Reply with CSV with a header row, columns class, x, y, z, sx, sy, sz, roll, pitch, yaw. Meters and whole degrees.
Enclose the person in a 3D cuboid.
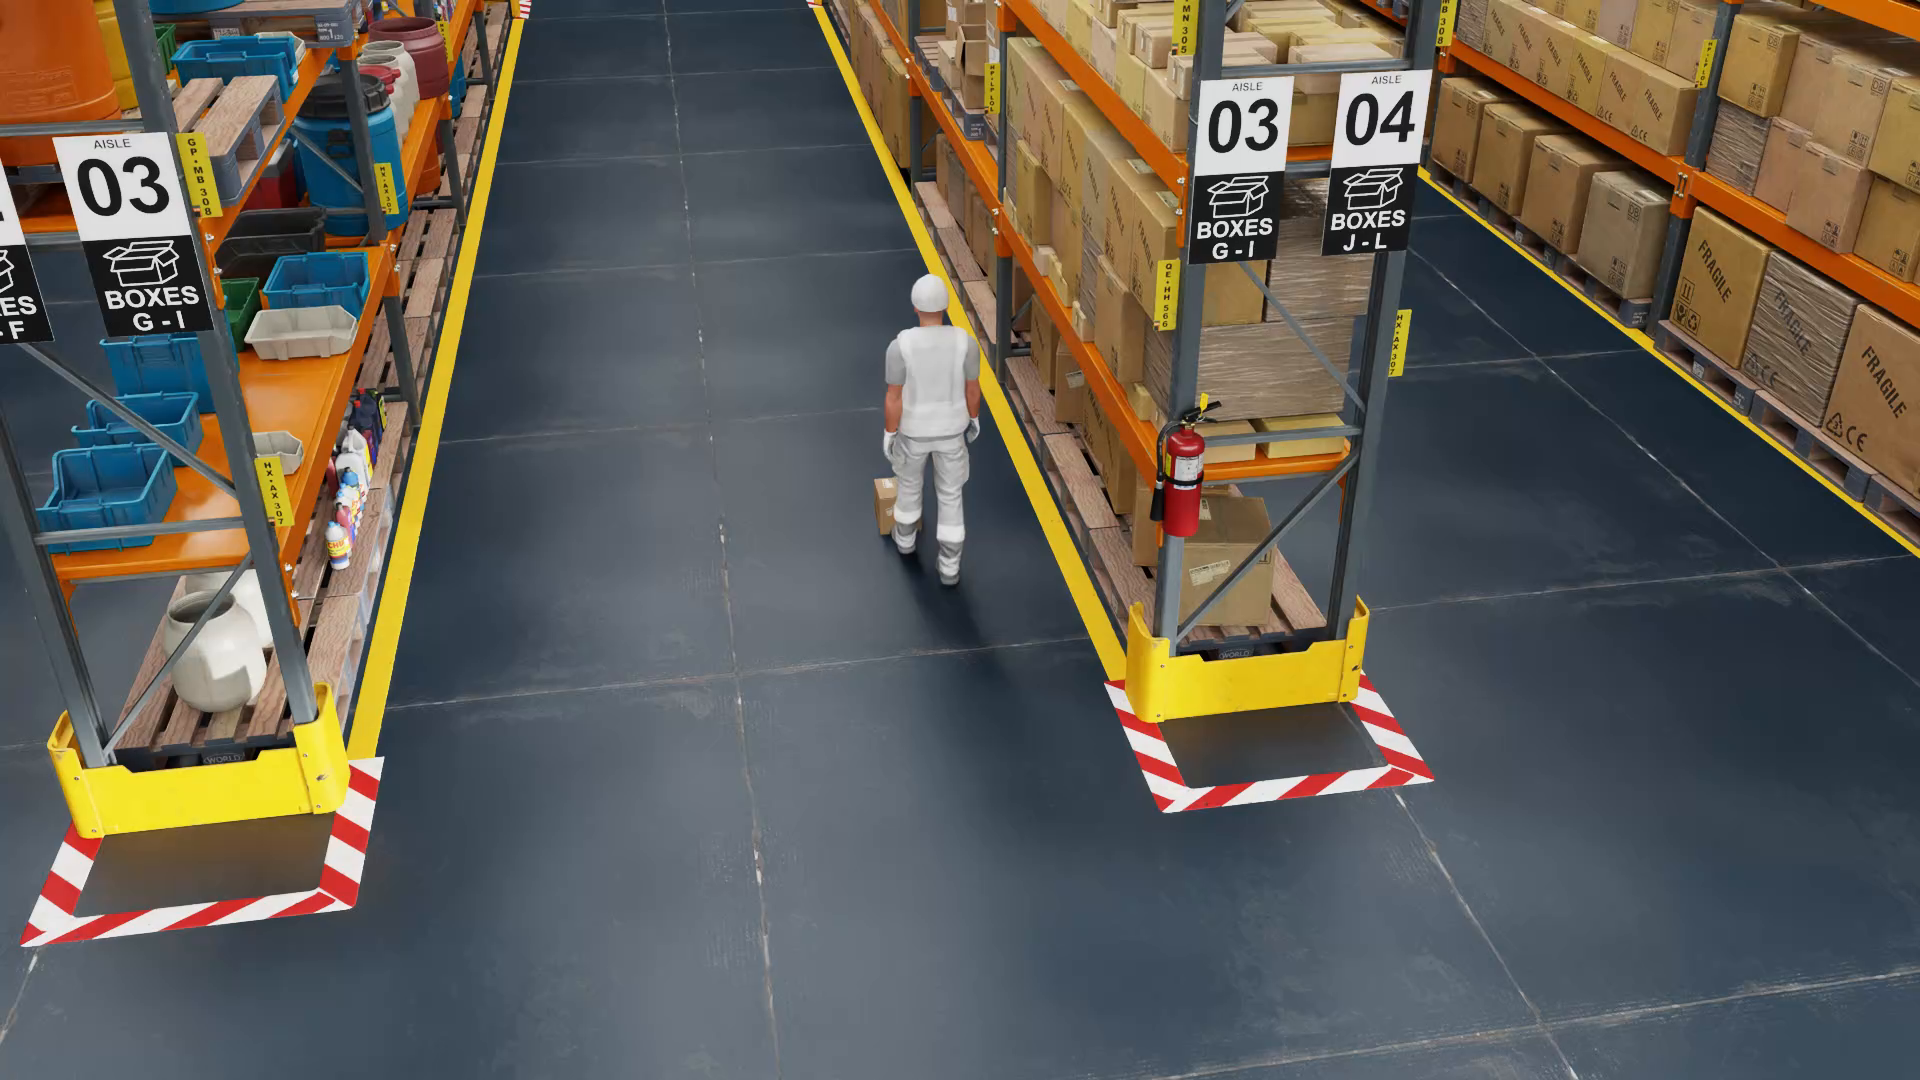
class,x,y,z,sx,sy,sz,roll,pitch,yaw
person,-0.165,-0.669,9.229,0.549,1.781,0.668,-3,31,-5
